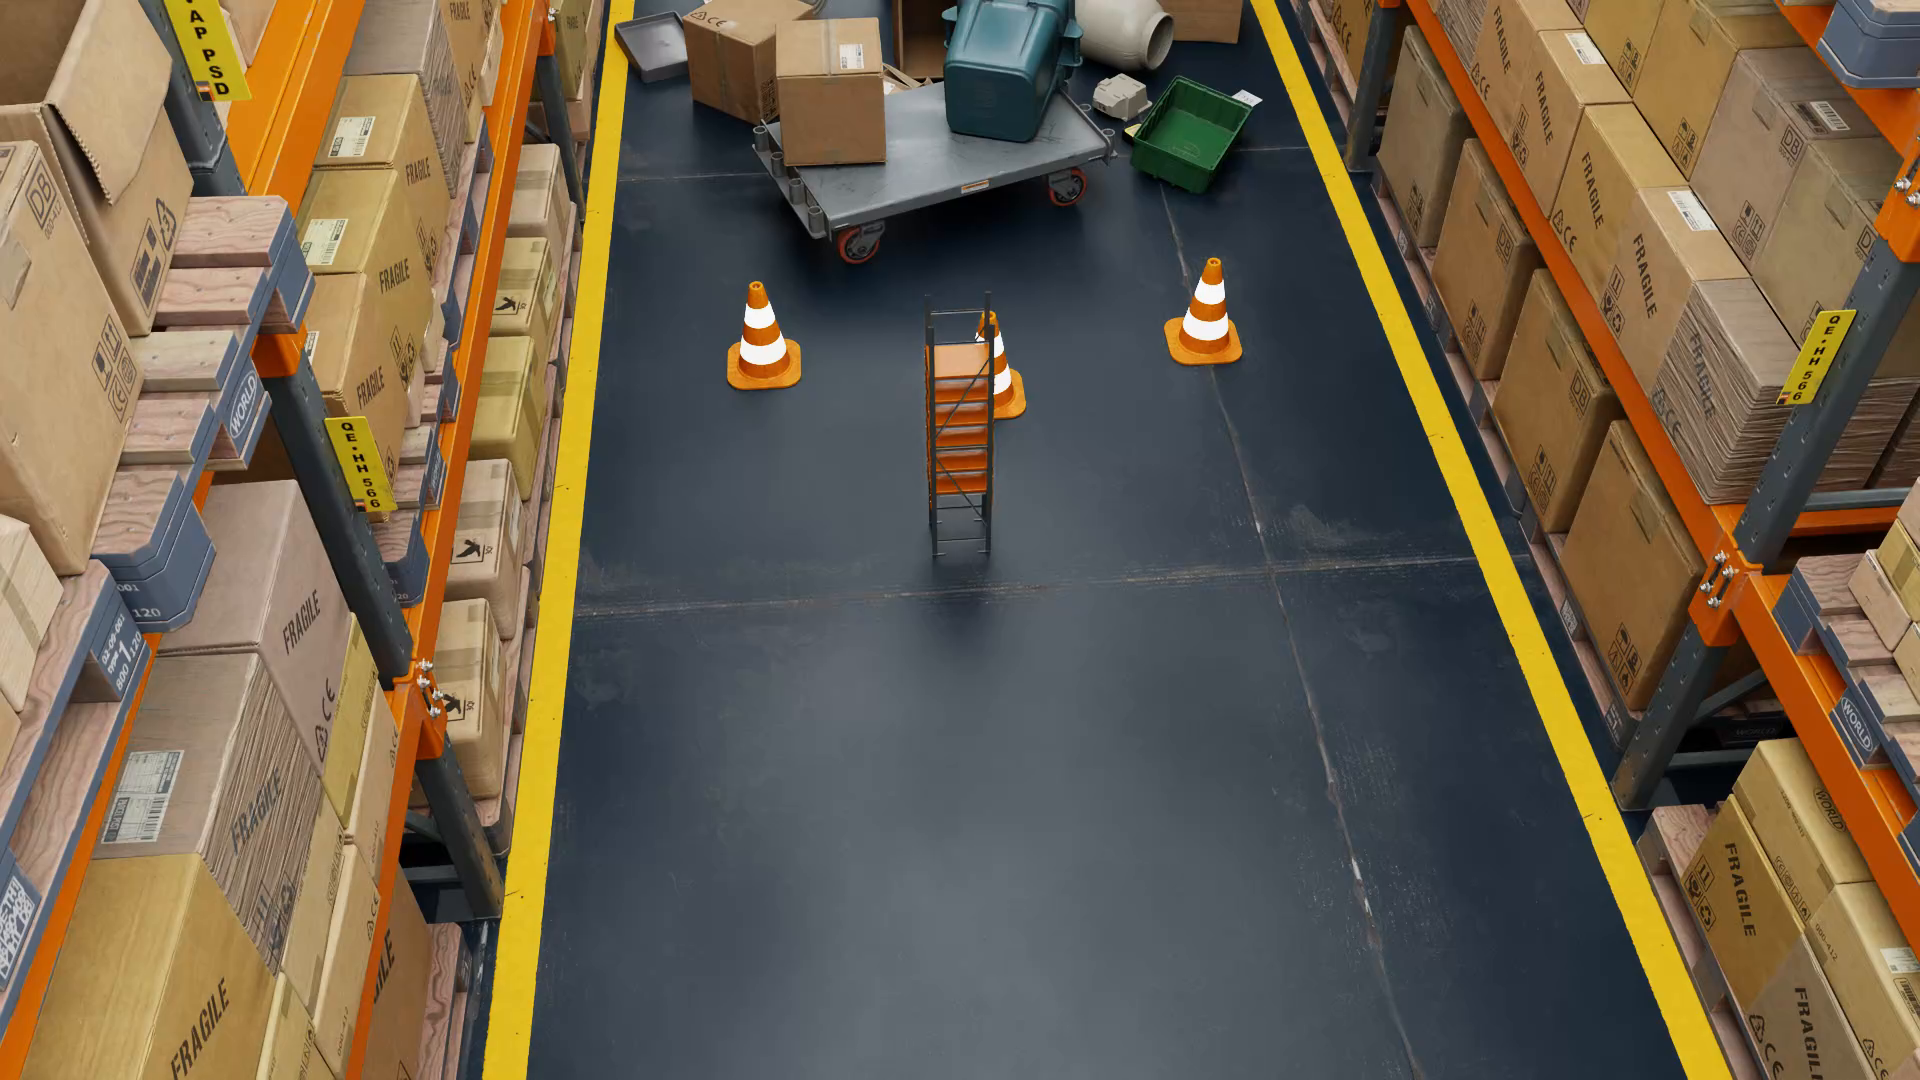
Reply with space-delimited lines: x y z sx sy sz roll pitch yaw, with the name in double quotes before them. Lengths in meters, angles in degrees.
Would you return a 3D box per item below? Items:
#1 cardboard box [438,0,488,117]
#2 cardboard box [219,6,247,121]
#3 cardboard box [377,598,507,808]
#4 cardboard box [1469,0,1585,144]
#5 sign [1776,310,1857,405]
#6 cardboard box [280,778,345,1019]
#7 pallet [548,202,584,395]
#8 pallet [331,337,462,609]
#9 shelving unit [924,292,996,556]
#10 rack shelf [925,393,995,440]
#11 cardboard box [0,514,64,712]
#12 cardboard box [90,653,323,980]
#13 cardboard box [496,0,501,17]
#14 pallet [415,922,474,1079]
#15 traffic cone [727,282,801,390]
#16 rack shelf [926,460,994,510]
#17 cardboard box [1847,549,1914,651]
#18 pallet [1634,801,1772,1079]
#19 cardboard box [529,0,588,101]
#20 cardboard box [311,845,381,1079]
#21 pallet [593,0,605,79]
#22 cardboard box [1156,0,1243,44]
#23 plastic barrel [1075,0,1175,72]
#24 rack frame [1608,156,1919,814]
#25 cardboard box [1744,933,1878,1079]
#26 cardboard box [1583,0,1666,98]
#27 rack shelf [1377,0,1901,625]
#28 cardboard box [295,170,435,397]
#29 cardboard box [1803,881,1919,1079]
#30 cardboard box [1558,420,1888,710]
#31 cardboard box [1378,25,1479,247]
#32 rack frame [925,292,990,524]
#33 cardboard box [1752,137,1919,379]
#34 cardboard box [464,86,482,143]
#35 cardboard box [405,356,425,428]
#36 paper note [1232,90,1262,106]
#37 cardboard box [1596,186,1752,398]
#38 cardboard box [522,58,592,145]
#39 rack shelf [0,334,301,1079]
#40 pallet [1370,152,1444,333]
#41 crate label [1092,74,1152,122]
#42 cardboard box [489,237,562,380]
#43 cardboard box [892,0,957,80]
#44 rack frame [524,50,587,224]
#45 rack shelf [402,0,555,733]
"cardboard box" -2.051 -1.876 6.034 0.500 0.500 0.500 -2 47 -2
"cardboard box" -1.942 -1.162 3.947 0.396 0.266 0.258 -3 47 -3
"cardboard box" -2.101 0.596 5.776 0.950 0.372 0.625 -6 47 -6
"cardboard box" 2.384 -1.932 6.581 0.500 0.500 0.500 -4 47 -4
"sign" 2.308 -0.489 4.487 0.100 0.325 0.005 -3 47 -3
"cardboard box" -1.723 0.832 3.792 0.500 0.250 0.500 -5 47 -4
"pallet" -2.332 -1.125 7.807 1.003 0.211 1.213 -3 47 -3
"pallet" -2.229 -0.197 5.139 1.213 0.211 1.003 -3 47 -3
"shelving unit" -0.001 -0.423 6.461 0.258 1.200 0.189 -3 47 -3
"rack shelf" -0.001 -0.475 6.406 0.258 0.103 0.180 -3 47 -3
"cardboard box" -1.600 0.092 2.471 0.396 0.266 0.258 -5 47 -4
"cardboard box" -1.709 0.597 3.497 0.500 0.500 0.500 -3 47 -3
"cardboard box" -2.076 -2.158 6.748 0.380 0.149 0.250 -5 47 -4
"pallet" -2.073 1.781 5.055 1.003 0.211 1.213 -3 47 -3
"traffic cone" -0.900 -0.963 7.480 0.336 0.463 0.334 -3 47 -3
"rack shelf" -0.001 -0.227 6.667 0.258 0.103 0.180 -3 47 -3
"cardboard box" 2.697 0.151 4.562 0.380 0.149 0.250 -4 47 -4
"pallet" 2.925 1.397 5.418 1.003 0.211 1.213 -3 47 -3
"cardboard box" -2.179 -2.547 8.321 0.500 0.500 0.500 -1 47 -1
"cardboard box" -1.704 1.017 3.961 0.500 0.250 0.500 -3 47 -3
"pallet" -2.595 -3.057 9.636 1.003 0.211 1.213 -3 47 -3
"cardboard box" 1.373 -3.223 9.593 0.500 0.500 0.500 4 47 4
"plastic barrel" 0.902 -2.863 9.306 0.512 0.421 0.421 27 52 23
"rack frame" 2.861 -0.127 4.941 1.000 3.000 0.127 -3 47 -3
"cardboard box" 2.711 1.479 4.853 0.500 0.500 0.500 -3 47 -3
"cardboard box" 2.701 -1.938 5.898 0.700 0.500 0.500 -4 47 -4
"rack shelf" 2.693 -1.327 6.573 1.077 0.370 4.000 -3 47 -3
"cardboard box" -1.921 -0.751 4.969 0.500 0.500 0.500 -1 47 -1
"cardboard box" 2.720 1.210 4.590 0.500 0.250 0.500 -4 47 -4
"cardboard box" 2.899 0.056 6.028 1.050 0.750 0.750 -4 47 -4
"cardboard box" 2.667 -1.949 7.926 1.050 0.750 0.750 -4 47 -3
"rack frame" -0.009 -0.489 6.523 0.240 1.200 0.006 -3 47 -3
"cardboard box" 2.833 -0.831 4.850 0.700 0.500 0.500 -4 47 -4
"cardboard box" -2.009 -1.611 6.230 0.380 0.149 0.250 -4 47 -3
"cardboard box" -1.873 -0.465 5.145 0.380 0.149 0.250 -6 47 -6
"paper note" 1.567 -2.432 9.168 0.147 0.020 0.142 -36 56 -29
"cardboard box" 2.515 -0.832 5.540 0.500 0.500 0.500 -3 47 -3
"cardboard box" -2.179 -2.290 8.594 0.500 0.250 0.500 -5 47 -5
"rack shelf" -1.896 0.910 2.389 1.077 0.370 4.000 -3 47 -3
"pallet" 2.665 -1.509 8.170 1.003 0.211 1.213 -3 47 -3
"crate label" 0.873 -2.423 9.087 0.298 0.136 0.250 -36 56 -29
"cardboard box" -2.289 -0.989 7.278 0.950 0.372 0.625 -1 47 -1
"cardboard box" 0.023 -2.937 9.228 0.797 0.637 0.503 -3 47 -3
"rack frame" -2.398 -2.647 7.328 1.000 3.000 0.127 -3 47 -3
"rack shelf" -2.231 -0.953 6.219 1.077 0.370 4.000 -3 47 -3
